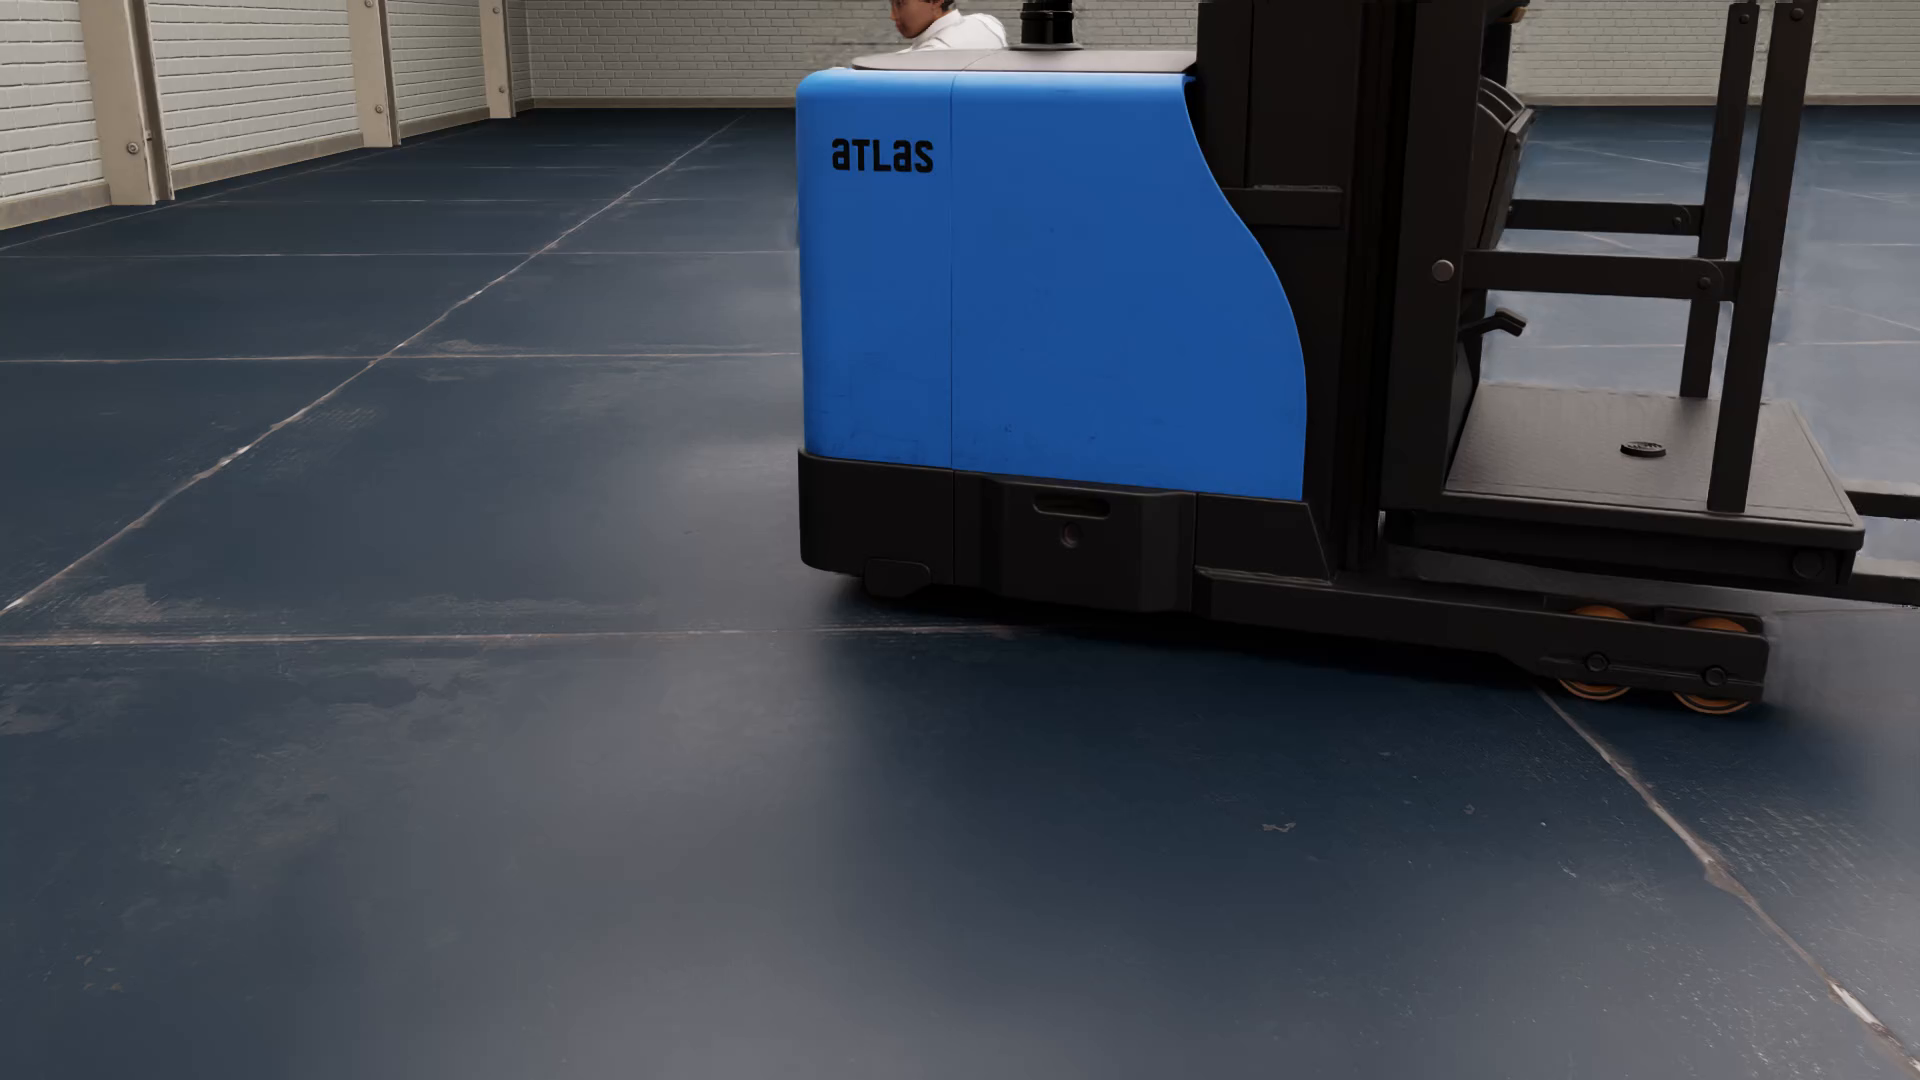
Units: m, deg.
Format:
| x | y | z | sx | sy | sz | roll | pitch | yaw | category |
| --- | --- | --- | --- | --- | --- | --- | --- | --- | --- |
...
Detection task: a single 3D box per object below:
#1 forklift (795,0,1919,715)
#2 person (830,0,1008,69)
| x | y | z | sx | sy | sz | roll | pitch | yaw | category |
| --- | --- | --- | --- | --- | --- | --- | --- | --- | --- |
| 1.233 | -1.271 | 3.062 | 3.031 | 2.935 | 1.130 | 6 | 18 | 19 | forklift |
| -0.121 | -0.975 | 4.829 | 0.670 | 1.430 | 0.918 | -4 | 18 | -14 | person |
